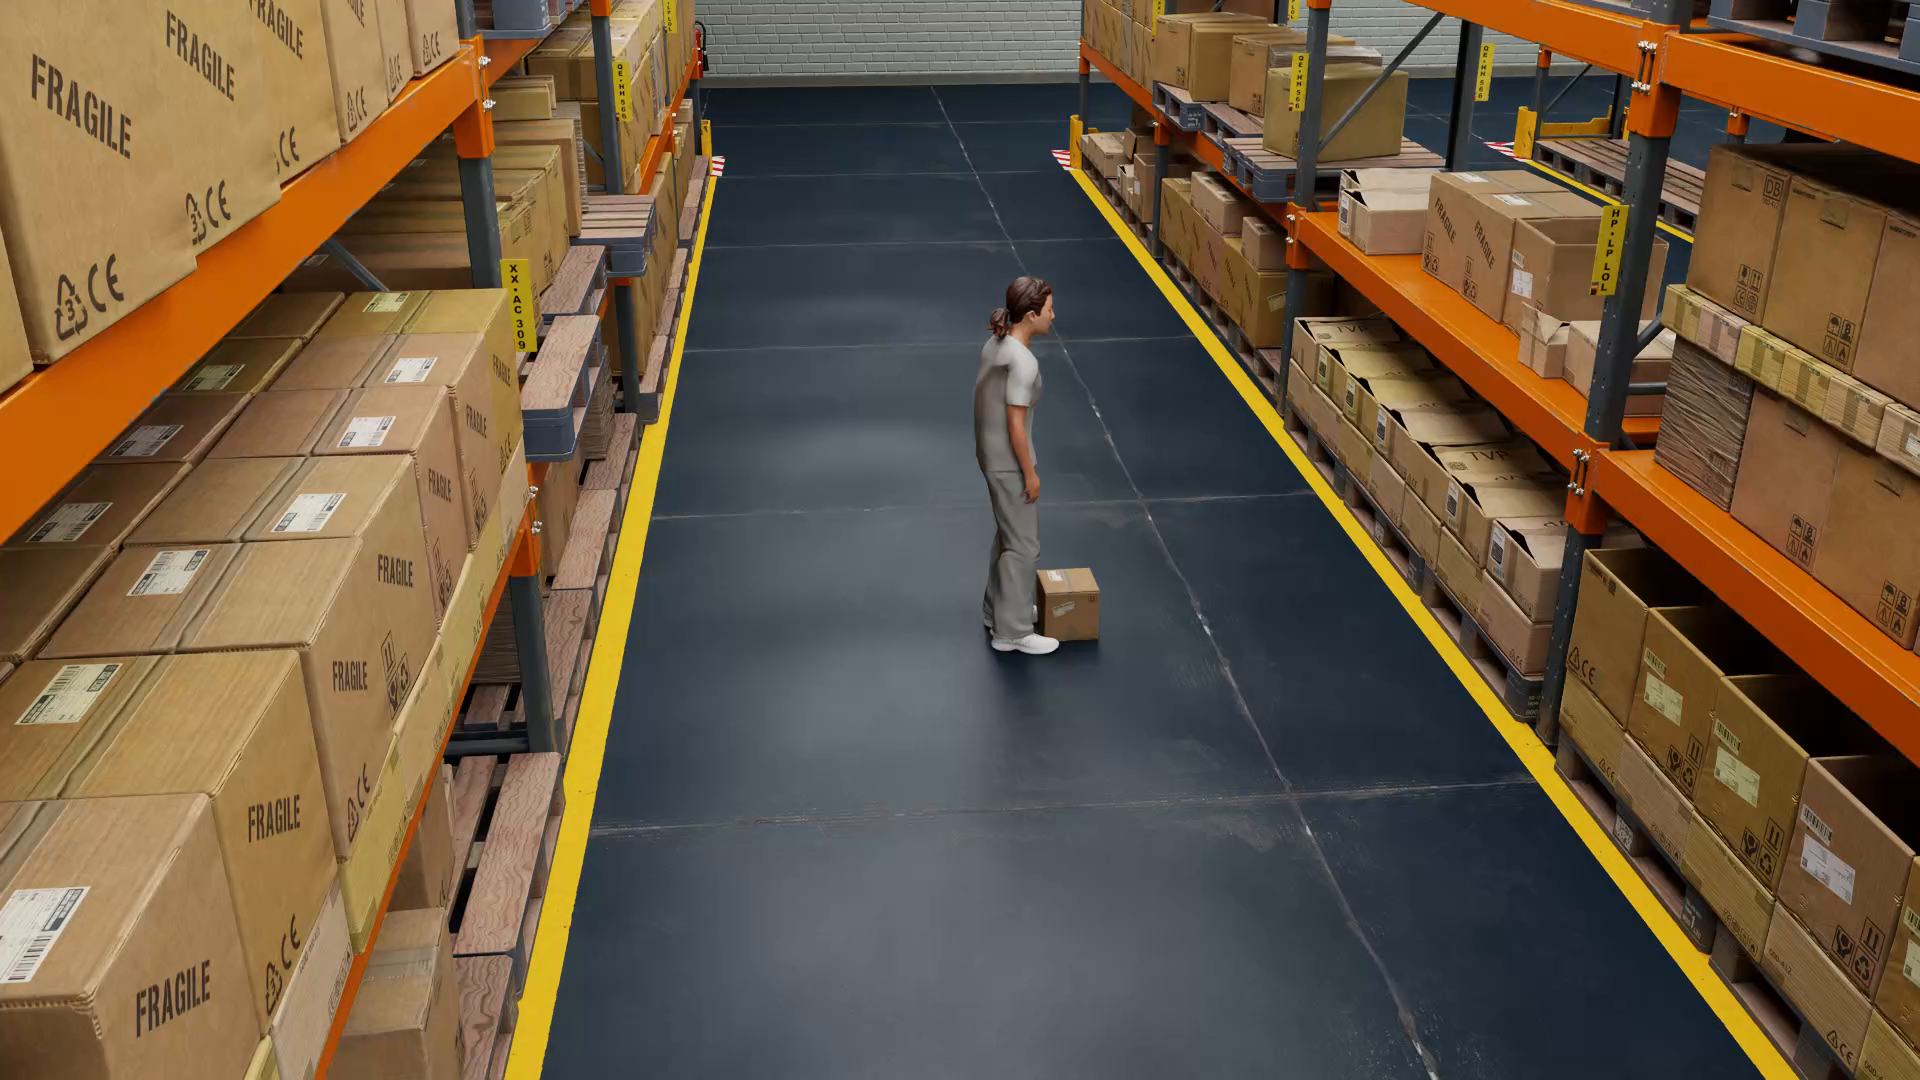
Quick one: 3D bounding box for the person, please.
[{"bbox_3d":[0.248,-0.338,7.371,0.362,1.671,0.511,-4,24,-8],"label":"person"}]
